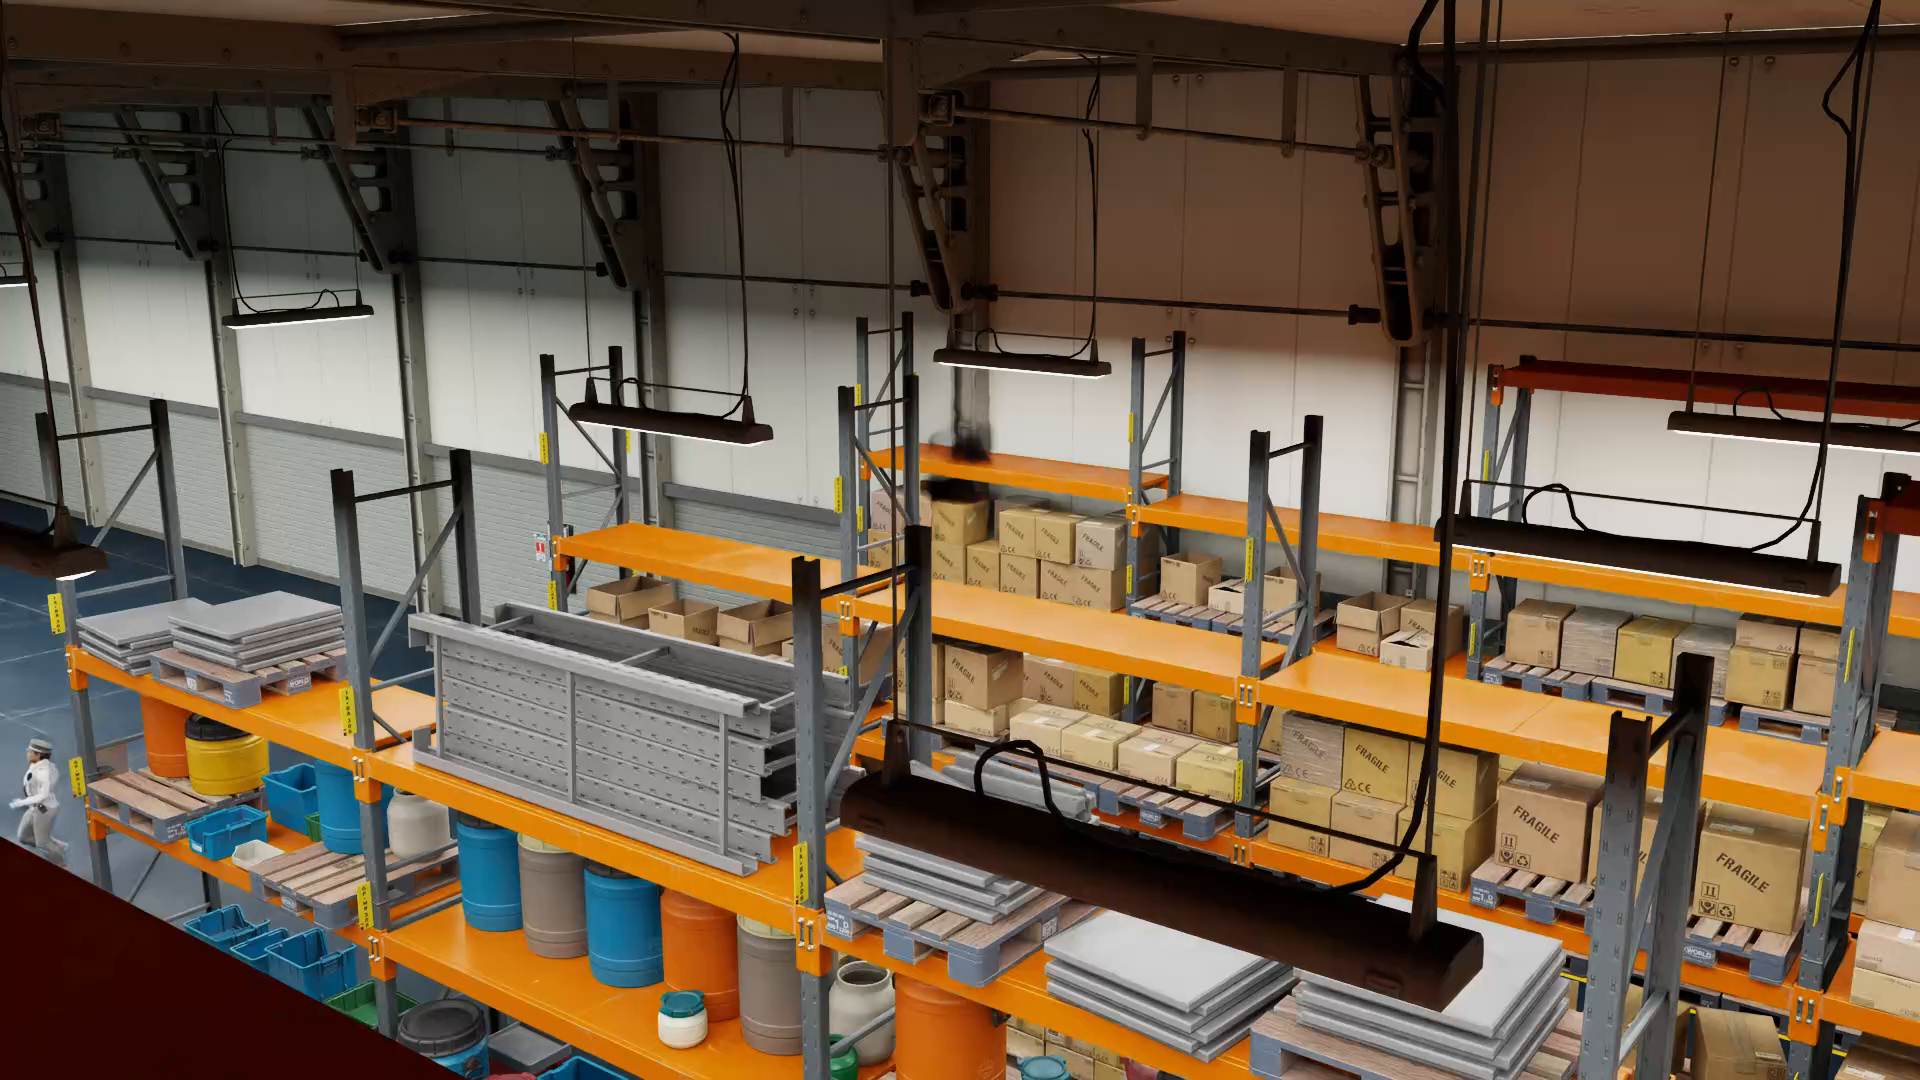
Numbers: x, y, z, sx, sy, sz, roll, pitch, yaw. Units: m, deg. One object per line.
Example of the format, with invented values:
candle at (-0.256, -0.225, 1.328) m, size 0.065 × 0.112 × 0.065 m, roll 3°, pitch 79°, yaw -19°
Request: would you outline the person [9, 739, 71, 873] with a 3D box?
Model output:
person at (-10.327, 3.011, 18.619) m, size 0.547 × 1.651 × 0.614 m, roll -9°, pitch 16°, yaw -33°
